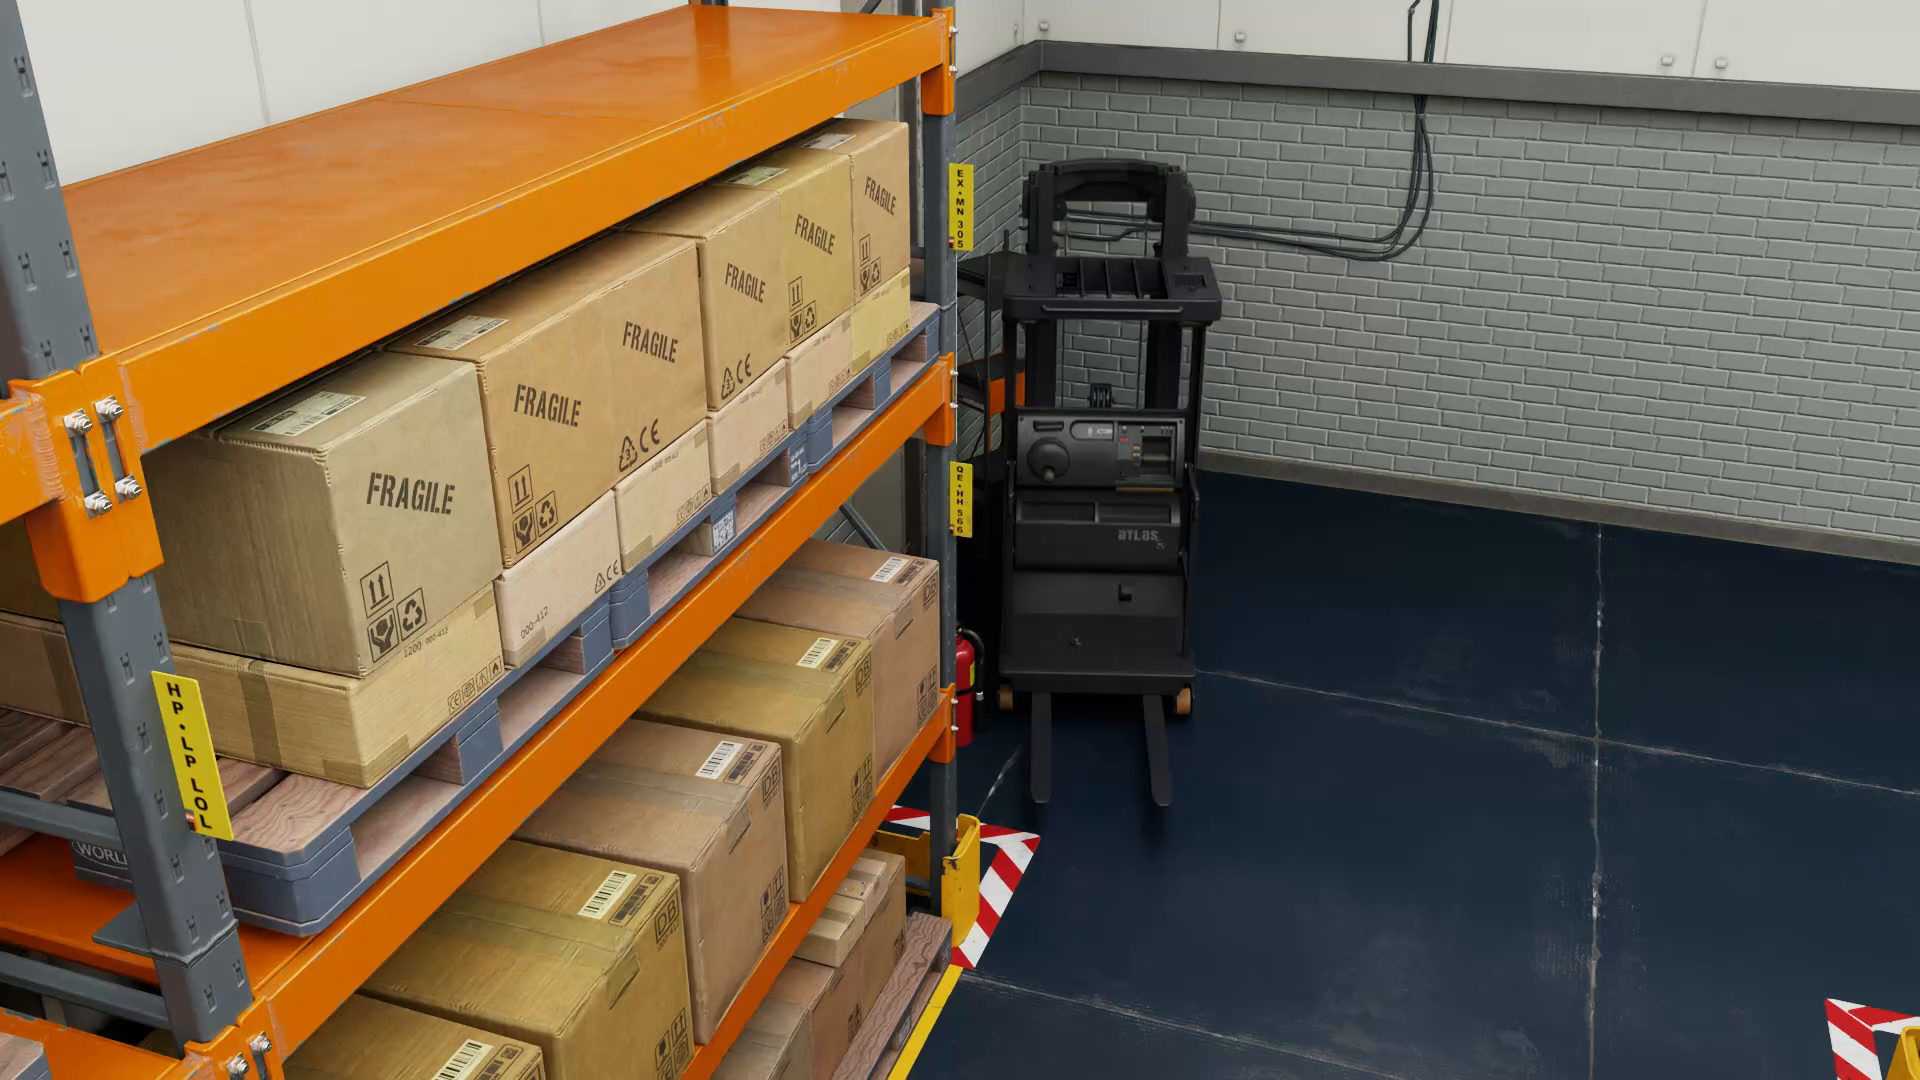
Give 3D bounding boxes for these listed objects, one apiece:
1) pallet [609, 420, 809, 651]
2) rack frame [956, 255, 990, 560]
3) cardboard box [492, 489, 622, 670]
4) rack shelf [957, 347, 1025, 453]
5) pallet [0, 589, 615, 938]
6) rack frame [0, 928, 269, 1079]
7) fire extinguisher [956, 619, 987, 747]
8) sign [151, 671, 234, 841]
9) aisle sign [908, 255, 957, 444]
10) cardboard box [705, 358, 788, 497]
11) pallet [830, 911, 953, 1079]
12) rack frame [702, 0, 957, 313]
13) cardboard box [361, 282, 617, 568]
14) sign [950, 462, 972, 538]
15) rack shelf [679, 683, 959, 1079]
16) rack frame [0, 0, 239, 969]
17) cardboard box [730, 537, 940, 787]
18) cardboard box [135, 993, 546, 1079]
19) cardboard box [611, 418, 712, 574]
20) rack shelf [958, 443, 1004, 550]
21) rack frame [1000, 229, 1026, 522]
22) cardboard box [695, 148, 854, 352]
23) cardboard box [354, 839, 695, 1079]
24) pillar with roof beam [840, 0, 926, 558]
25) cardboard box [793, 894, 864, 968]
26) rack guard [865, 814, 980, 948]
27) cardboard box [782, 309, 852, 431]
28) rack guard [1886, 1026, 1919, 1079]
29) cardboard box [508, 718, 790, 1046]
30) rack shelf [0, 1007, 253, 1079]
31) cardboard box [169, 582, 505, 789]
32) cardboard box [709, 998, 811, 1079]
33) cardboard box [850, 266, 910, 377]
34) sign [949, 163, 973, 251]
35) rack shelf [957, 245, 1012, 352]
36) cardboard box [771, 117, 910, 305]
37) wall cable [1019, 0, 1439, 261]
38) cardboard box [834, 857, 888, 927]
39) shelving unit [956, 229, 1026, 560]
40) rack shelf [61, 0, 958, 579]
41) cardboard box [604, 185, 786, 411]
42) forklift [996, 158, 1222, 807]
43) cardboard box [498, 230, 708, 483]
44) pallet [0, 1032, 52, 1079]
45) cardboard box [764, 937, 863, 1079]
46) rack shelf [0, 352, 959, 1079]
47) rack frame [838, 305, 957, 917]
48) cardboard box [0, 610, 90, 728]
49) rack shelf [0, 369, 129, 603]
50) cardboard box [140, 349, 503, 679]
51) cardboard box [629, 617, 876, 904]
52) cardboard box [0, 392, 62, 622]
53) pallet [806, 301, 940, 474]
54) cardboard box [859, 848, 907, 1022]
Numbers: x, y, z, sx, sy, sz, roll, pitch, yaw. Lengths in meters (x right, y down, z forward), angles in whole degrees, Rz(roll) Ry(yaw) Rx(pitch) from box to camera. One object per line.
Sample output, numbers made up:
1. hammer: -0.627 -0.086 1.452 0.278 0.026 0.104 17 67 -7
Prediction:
1. pallet: -1.147 -0.121 4.940 1.003 0.211 1.213 9 27 17
2. rack frame: 0.052 -0.877 10.876 0.015 2.100 0.400 -21 33 -36
3. cardboard box: -1.176 0.054 4.053 0.500 0.250 0.500 8 27 16
4. rack shelf: 0.237 -0.934 11.025 0.480 0.518 0.431 -21 33 -36
5. pallet: -1.555 0.379 3.908 1.003 0.211 1.213 9 27 17
6. rack frame: -1.837 2.024 3.851 1.000 3.000 0.127 9 27 17
7. fire extinguisher: -0.021 0.588 7.334 0.296 0.674 0.183 9 27 17
8. sign: -1.322 0.374 2.862 0.100 0.325 0.005 9 27 17
9. aisle sign: -0.199 -0.776 6.651 0.394 0.787 0.004 9 27 17
10. cardboard box: -0.840 -0.368 4.926 0.500 0.250 0.500 8 27 16
11. pallet: -0.698 1.975 7.152 1.003 0.211 1.213 9 27 17
12. rack frame: -0.506 -2.320 5.939 1.000 3.000 0.127 9 27 17
13. cardboard box: -1.170 -0.295 3.913 0.500 0.500 0.500 8 27 16
14. sign: 0.001 -0.163 6.768 0.100 0.325 0.005 9 27 17
15. rack shelf: -1.172 1.526 5.706 1.077 0.370 4.000 9 27 17
16. rack frame: -1.837 -0.676 2.544 1.000 3.000 0.127 9 27 17
17. cardboard box: -0.666 0.456 6.745 0.980 0.700 0.700 10 28 20
18. cardboard box: -1.641 1.668 4.242 0.980 0.700 0.700 9 27 18
19. cardboard box: -1.012 -0.158 4.491 0.500 0.250 0.500 8 27 16
20. rack shelf: 0.237 -0.304 11.330 0.480 0.518 0.431 -21 33 -36
21. rack frame: 0.422 -1.016 11.162 0.015 2.100 0.400 -21 33 -36
22. cardboard box: -0.669 -0.930 5.224 0.500 0.500 0.500 10 27 19
23. cardboard box: -1.393 1.369 4.860 0.980 0.700 0.700 8 27 16
24. pillar with roof beam: 3.636 -2.931 7.200 9.100 9.000 0.400 9 27 17
25. cardboard box: -0.600 1.511 6.554 0.380 0.149 0.250 9 27 19
26. rack guard: -0.498 1.495 7.812 1.175 0.500 0.348 9 27 17
27. cardboard box: -0.672 -0.583 5.369 0.500 0.250 0.500 8 27 15
28. rack guard: 4.141 2.253 6.246 1.175 0.500 0.348 9 27 17
29. cardboard box: -1.160 1.069 5.480 0.980 0.700 0.700 7 27 15
30. rack shelf: -2.503 1.819 1.657 1.077 0.370 4.000 9 27 17
31. cardboard box: -1.359 0.262 3.625 0.500 0.250 0.500 9 27 17
32. cardboard box: -0.978 2.031 6.224 0.700 0.500 0.500 8 27 16
33. cardboard box: -0.499 -0.797 5.811 0.500 0.250 0.500 10 27 19
34. sign: 0.001 -1.248 6.243 0.100 0.325 0.005 9 27 17
35. rack shelf: 0.237 -1.564 10.720 0.480 0.518 0.431 -21 33 -36
36. cardboard box: -0.492 -1.134 5.646 0.500 0.500 0.500 9 27 17
37. wall cable: 1.713 -3.195 11.309 3.097 2.526 0.112 9 27 17
38. cardboard box: -0.516 1.406 6.771 0.380 0.149 0.250 8 27 17
39. shelving unit: 0.237 -0.946 11.019 0.503 2.100 0.431 -21 33 -36
40. rack shelf: -1.172 -0.994 4.486 1.077 0.370 4.000 9 27 17
41. cardboard box: -0.835 -0.714 4.779 0.500 0.500 0.500 8 27 15
42. forklift: 0.776 -0.468 9.076 1.130 2.935 3.031 1 26 2
43. cardboard box: -1.011 -0.498 4.334 0.500 0.500 0.500 9 27 18
44. pallet: -2.096 1.144 2.447 0.805 0.209 1.217 8 27 15
45. cardboard box: -0.811 1.824 6.651 0.700 0.500 0.500 9 27 17
46. rack shelf: -1.172 0.176 5.052 1.077 0.370 4.000 9 27 17
47. rack frame: -0.506 0.380 7.246 1.000 3.000 0.127 9 27 17
48. cardboard box: -1.831 0.192 3.768 0.500 0.250 0.500 9 27 18
49. rack shelf: -2.503 0.649 1.091 1.077 0.370 4.000 9 27 17
50. cardboard box: -1.335 -0.083 3.475 0.500 0.500 0.500 8 27 17
51. cardboard box: -0.898 0.757 6.124 0.980 0.700 0.700 9 27 17
52. cardboard box: -1.825 -0.151 3.616 0.500 0.500 0.500 9 27 17
53. pallet: -0.743 -0.624 5.979 1.003 0.211 1.213 9 27 17
54. cardboard box: -0.645 1.618 7.076 0.700 0.500 0.500 9 27 17
